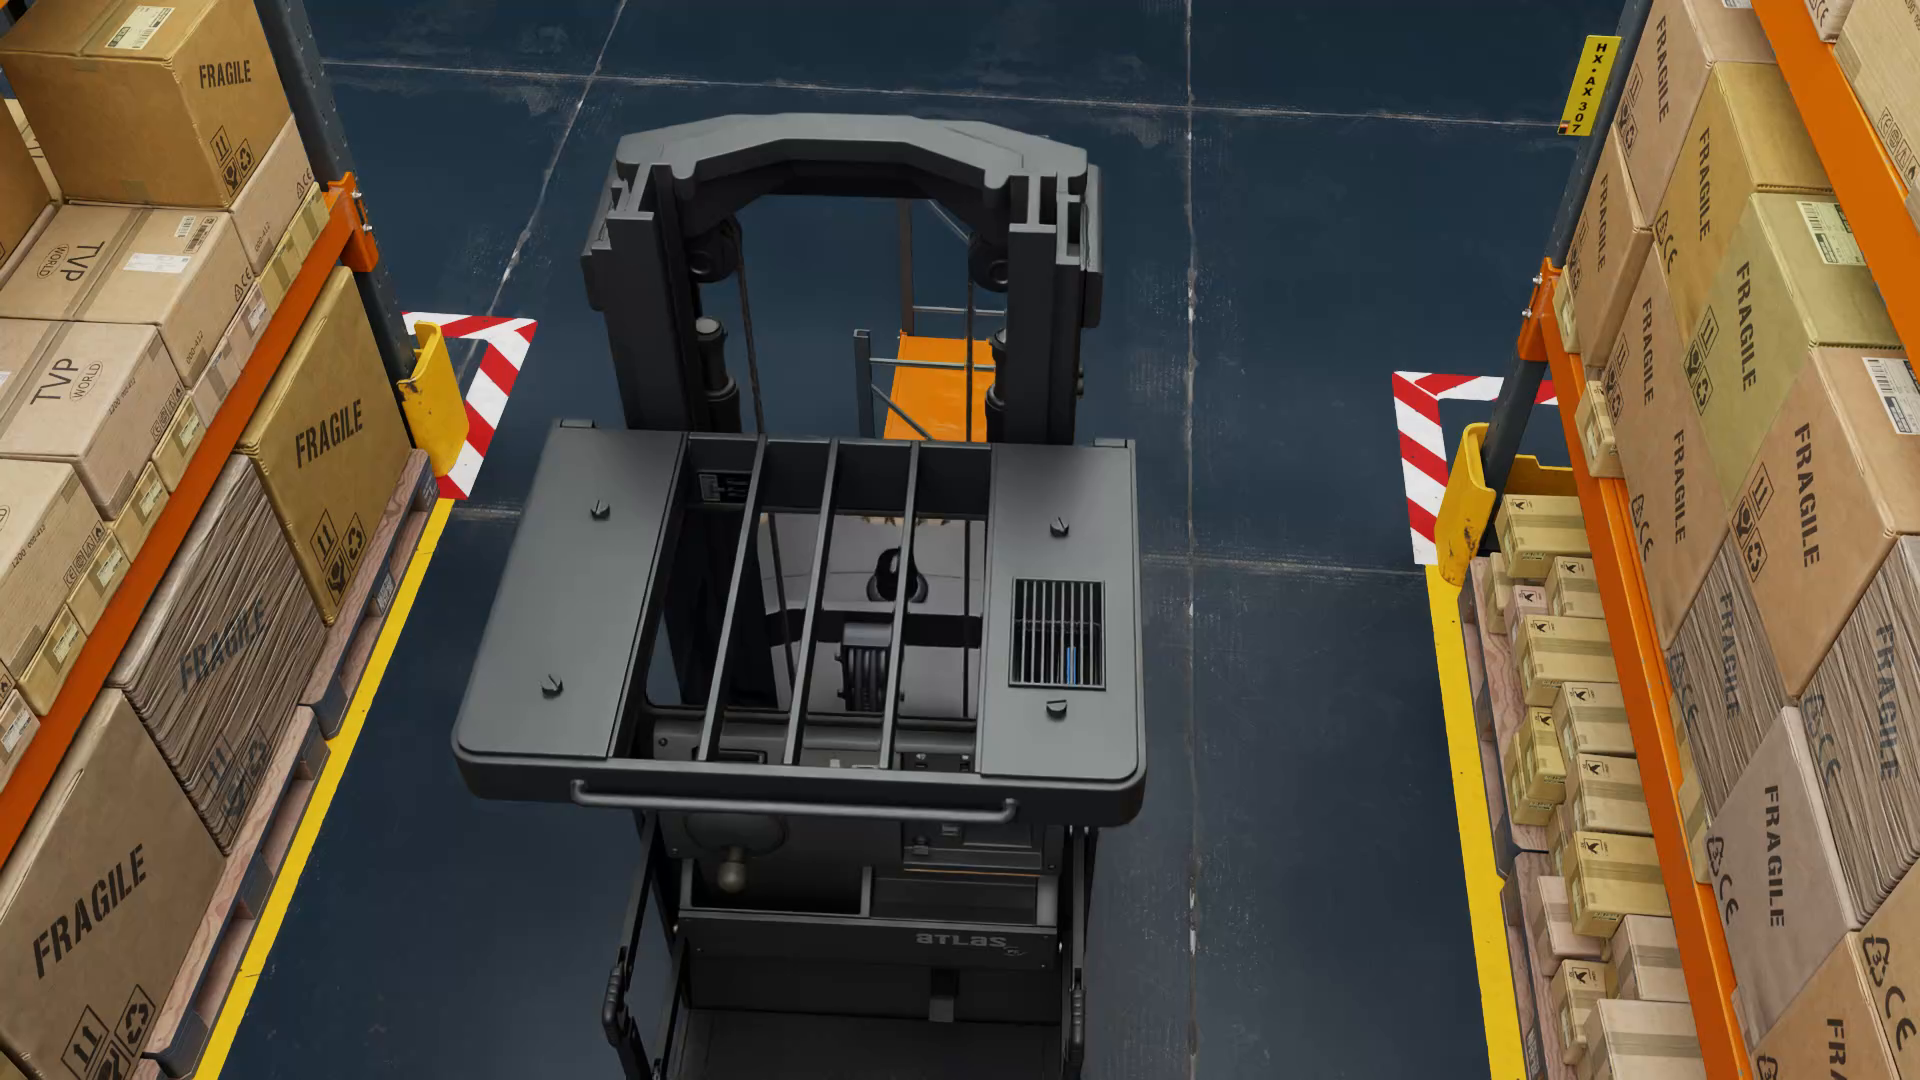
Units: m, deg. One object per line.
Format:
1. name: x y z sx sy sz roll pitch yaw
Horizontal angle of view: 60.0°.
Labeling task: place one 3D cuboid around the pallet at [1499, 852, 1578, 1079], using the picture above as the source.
1. pallet: 2.142 1.496 4.738 1.003 0.211 1.213 4 48 4

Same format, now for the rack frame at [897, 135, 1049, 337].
1. rack frame: 0.039 -0.817 5.981 0.500 1.500 0.032 4 48 4

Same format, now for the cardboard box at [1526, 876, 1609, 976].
1. cardboard box: 1.877 1.127 4.834 0.380 0.149 0.250 2 48 2

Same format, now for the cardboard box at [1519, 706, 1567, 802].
1. cardboard box: 1.921 0.663 5.057 0.380 0.149 0.250 5 48 5

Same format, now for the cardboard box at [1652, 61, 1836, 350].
1. cardboard box: 2.027 -0.778 3.981 0.500 0.500 0.500 5 48 5

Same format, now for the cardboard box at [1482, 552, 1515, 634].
1. cardboard box: 2.005 0.195 5.687 0.380 0.149 0.250 5 48 4

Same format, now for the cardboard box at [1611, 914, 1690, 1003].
1. cardboard box: 1.958 1.152 4.408 0.380 0.149 0.250 4 48 4

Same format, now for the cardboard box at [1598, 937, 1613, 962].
1. cardboard box: 2.008 1.066 4.688 0.380 0.149 0.250 6 48 6

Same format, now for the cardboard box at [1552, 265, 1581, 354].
1. cardboard box: 2.016 -0.688 5.017 0.380 0.149 0.250 4 48 3

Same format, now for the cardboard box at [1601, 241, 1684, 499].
1. cardboard box: 2.032 -0.417 4.329 0.500 0.500 0.500 4 48 4

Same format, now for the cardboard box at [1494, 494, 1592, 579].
1. cardboard box: 1.985 -0.007 5.468 0.380 0.149 0.250 2 48 2

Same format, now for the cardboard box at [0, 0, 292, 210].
1. cardboard box: -2.341 -1.324 4.820 0.500 0.500 0.500 4 48 4

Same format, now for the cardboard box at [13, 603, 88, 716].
1. cardboard box: -2.424 0.287 4.125 0.380 0.149 0.250 3 48 2

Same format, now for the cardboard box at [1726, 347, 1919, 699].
1. cardboard box: 1.914 -0.022 3.291 0.500 0.500 0.500 3 48 2

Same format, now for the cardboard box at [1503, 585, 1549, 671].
1. cardboard box: 1.987 0.296 5.392 0.380 0.149 0.250 4 48 3

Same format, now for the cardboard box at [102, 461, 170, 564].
1. cardboard box: -2.378 -0.087 4.467 0.380 0.149 0.250 4 48 4

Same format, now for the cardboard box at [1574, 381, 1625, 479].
1. cardboard box: 1.956 -0.305 4.666 0.380 0.149 0.250 3 48 2

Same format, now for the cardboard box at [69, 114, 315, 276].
1. cardboard box: -2.338 -1.073 5.099 0.500 0.250 0.500 3 48 3

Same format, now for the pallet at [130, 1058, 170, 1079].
1. pallet: -2.776 1.930 4.342 1.003 0.211 1.213 4 48 4

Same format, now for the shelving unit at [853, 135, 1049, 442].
1. shelving unit: -0.007 -0.450 5.645 0.587 1.500 1.083 4 48 4

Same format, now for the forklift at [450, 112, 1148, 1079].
1. forklift: -0.232 0.713 3.612 1.130 2.935 3.031 2 48 2

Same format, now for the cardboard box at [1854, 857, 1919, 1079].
1. cardboard box: 1.822 0.735 2.598 0.500 0.500 0.500 3 48 2

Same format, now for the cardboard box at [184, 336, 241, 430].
1. cardboard box: -2.333 -0.469 4.816 0.380 0.149 0.250 5 48 4

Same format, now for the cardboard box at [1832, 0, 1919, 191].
1. cardboard box: 1.990 -0.872 3.084 0.500 0.250 0.500 2 48 2

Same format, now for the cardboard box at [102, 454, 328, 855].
1. cardboard box: -2.620 0.323 5.077 0.875 0.875 0.875 4 48 4

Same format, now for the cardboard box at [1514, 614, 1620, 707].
1. cardboard box: 1.930 0.380 5.114 0.380 0.149 0.250 4 48 3

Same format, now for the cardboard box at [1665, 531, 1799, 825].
1. cardboard box: 1.934 0.317 3.658 0.500 0.500 0.500 3 48 3

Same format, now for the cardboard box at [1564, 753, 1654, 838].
1. cardboard box: 1.955 0.771 4.756 0.380 0.149 0.250 6 48 5

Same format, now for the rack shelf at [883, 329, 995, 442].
1. rack shelf: -0.008 -0.322 5.772 0.538 0.185 1.000 4 48 4

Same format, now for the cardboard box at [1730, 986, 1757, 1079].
1. cardboard box: 1.842 1.031 3.445 0.380 0.149 0.250 2 48 2

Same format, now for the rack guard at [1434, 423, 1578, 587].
1. rack guard: 2.365 -0.090 5.993 1.175 0.500 0.348 4 48 4

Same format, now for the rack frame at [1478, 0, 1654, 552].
1. rack frame: 2.371 -0.989 5.122 1.000 3.000 0.127 4 48 4

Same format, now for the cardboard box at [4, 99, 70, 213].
1. cardboard box: -2.871 -1.112 5.135 0.500 0.250 0.500 3 48 2

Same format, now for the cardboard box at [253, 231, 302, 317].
1. cardboard box: -2.285 -0.837 5.153 0.380 0.149 0.250 4 48 4

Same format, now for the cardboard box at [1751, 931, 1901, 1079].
1. cardboard box: 1.818 1.060 2.978 0.500 0.500 0.500 3 48 2

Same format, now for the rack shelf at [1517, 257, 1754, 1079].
1. rack shelf: 2.189 0.723 4.043 1.077 0.370 4.000 4 48 4

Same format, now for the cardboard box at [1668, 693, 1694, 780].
1. cardboard box: 1.924 0.461 3.966 0.380 0.149 0.250 5 48 5

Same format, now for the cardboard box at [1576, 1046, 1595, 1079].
1. cardboard box: 1.888 1.512 4.482 0.380 0.149 0.250 5 48 4

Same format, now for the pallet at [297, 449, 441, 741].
1. pallet: -2.554 0.137 5.982 1.003 0.211 1.213 4 48 4

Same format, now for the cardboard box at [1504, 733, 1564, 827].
1. cardboard box: 1.914 0.756 5.173 0.380 0.149 0.250 4 48 4

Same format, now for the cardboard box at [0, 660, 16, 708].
1. cardboard box: -2.528 0.419 3.734 0.500 0.250 0.500 5 48 4

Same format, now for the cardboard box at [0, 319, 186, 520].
1. cardboard box: -2.431 -0.326 4.416 0.500 0.250 0.500 2 48 2
